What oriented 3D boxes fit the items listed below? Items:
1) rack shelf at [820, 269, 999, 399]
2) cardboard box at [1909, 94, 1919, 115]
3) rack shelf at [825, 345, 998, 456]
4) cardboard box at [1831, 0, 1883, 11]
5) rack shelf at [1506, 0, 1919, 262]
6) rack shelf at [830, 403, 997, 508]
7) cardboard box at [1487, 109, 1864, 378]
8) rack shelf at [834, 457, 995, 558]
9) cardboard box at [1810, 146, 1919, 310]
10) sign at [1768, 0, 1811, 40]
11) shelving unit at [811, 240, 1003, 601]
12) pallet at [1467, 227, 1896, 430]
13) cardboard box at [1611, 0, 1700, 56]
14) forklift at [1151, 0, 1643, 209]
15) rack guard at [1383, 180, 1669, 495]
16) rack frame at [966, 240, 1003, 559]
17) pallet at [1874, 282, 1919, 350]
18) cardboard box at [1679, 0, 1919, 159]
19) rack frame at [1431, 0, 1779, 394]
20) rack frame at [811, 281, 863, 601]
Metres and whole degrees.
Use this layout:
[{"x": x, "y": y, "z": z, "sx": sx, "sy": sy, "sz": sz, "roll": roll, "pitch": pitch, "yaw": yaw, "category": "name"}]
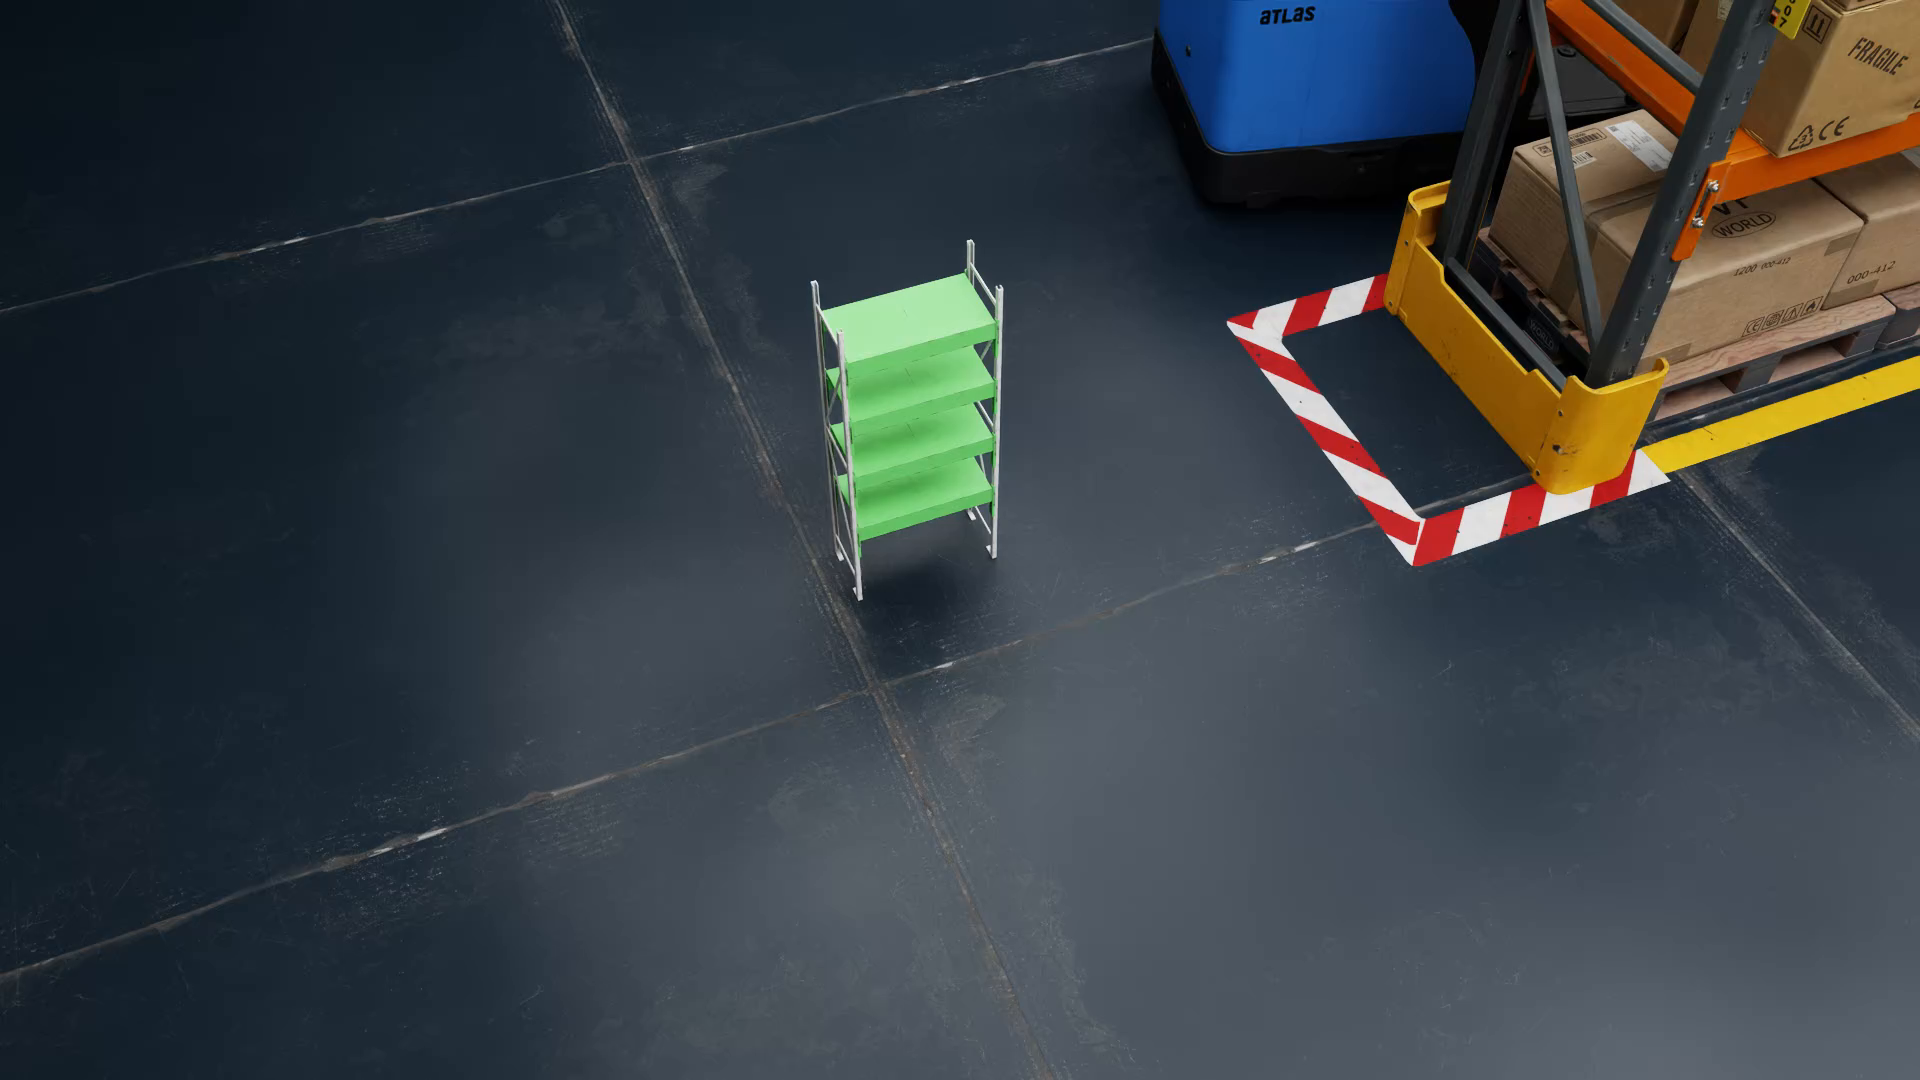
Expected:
[{"x": -0.153, "y": -0.615, "z": 4.938, "sx": 0.480, "sy": 0.148, "sz": 0.258, "roll": -17, "pitch": 52, "yaw": -14, "category": "rack shelf"}, {"x": 3.059, "y": -1.721, "z": 5.185, "sx": 0.500, "sy": 0.500, "sz": 0.500, "roll": -18, "pitch": 52, "yaw": -15, "category": "cardboard box"}, {"x": -0.153, "y": -0.458, "z": 5.120, "sx": 0.480, "sy": 0.148, "sz": 0.258, "roll": -17, "pitch": 52, "yaw": -14, "category": "rack shelf"}, {"x": 2.601, "y": -1.884, "z": 4.666, "sx": 0.500, "sy": 0.500, "sz": 0.500, "roll": -18, "pitch": 52, "yaw": -15, "category": "cardboard box"}, {"x": 3.900, "y": -1.927, "z": 5.902, "sx": 4.000, "sy": 0.370, "sz": 1.077, "roll": -17, "pitch": 52, "yaw": -14, "category": "rack shelf"}, {"x": -0.153, "y": -0.302, "z": 5.303, "sx": 0.480, "sy": 0.148, "sz": 0.258, "roll": -17, "pitch": 52, "yaw": -14, "category": "rack shelf"}, {"x": 2.622, "y": -1.150, "z": 6.172, "sx": 0.875, "sy": 0.438, "sz": 0.875, "roll": -19, "pitch": 52, "yaw": -15, "category": "cardboard box"}, {"x": -0.153, "y": -0.145, "z": 5.485, "sx": 0.480, "sy": 0.148, "sz": 0.258, "roll": -17, "pitch": 52, "yaw": -14, "category": "rack shelf"}, {"x": 3.466, "y": -1.418, "z": 6.403, "sx": 0.875, "sy": 0.438, "sz": 0.875, "roll": -16, "pitch": 51, "yaw": -13, "category": "cardboard box"}, {"x": 2.253, "y": -1.504, "z": 4.442, "sx": 0.005, "sy": 0.325, "sz": 0.100, "roll": -17, "pitch": 52, "yaw": -14, "category": "sign"}, {"x": -0.153, "y": -0.343, "z": 5.254, "sx": 0.503, "sy": 1.200, "sz": 0.258, "roll": -17, "pitch": 52, "yaw": -14, "category": "shelving unit"}, {"x": 2.759, "y": -0.964, "z": 6.439, "sx": 1.213, "sy": 0.211, "sz": 1.003, "roll": -17, "pitch": 52, "yaw": -14, "category": "pallet"}, {"x": 2.395, "y": -1.945, "z": 5.377, "sx": 0.500, "sy": 0.500, "sz": 0.500, "roll": -17, "pitch": 51, "yaw": -14, "category": "cardboard box"}, {"x": 2.417, "y": -2.853, "z": 6.268, "sx": 3.031, "sy": 2.935, "sz": 1.130, "roll": -7, "pitch": 50, "yaw": -6, "category": "forklift"}, {"x": 2.026, "y": -0.767, "z": 6.079, "sx": 0.348, "sy": 0.500, "sz": 1.175, "roll": -17, "pitch": 52, "yaw": -14, "category": "rack guard"}, {"x": 0.073, "y": -0.413, "z": 5.314, "sx": 0.015, "sy": 1.200, "sz": 0.240, "roll": -17, "pitch": 52, "yaw": -14, "category": "rack frame"}, {"x": 3.887, "y": -1.311, "z": 6.737, "sx": 1.213, "sy": 0.211, "sz": 1.003, "roll": -17, "pitch": 52, "yaw": -14, "category": "pallet"}, {"x": 2.602, "y": -1.557, "z": 5.044, "sx": 0.500, "sy": 0.500, "sz": 0.500, "roll": -18, "pitch": 52, "yaw": -15, "category": "cardboard box"}, {"x": 2.049, "y": -1.588, "z": 5.137, "sx": 0.127, "sy": 3.000, "sz": 1.000, "roll": -17, "pitch": 52, "yaw": -14, "category": "rack frame"}, {"x": -0.379, "y": -0.273, "z": 5.194, "sx": 0.015, "sy": 1.200, "sz": 0.240, "roll": -17, "pitch": 52, "yaw": -14, "category": "rack frame"}]
